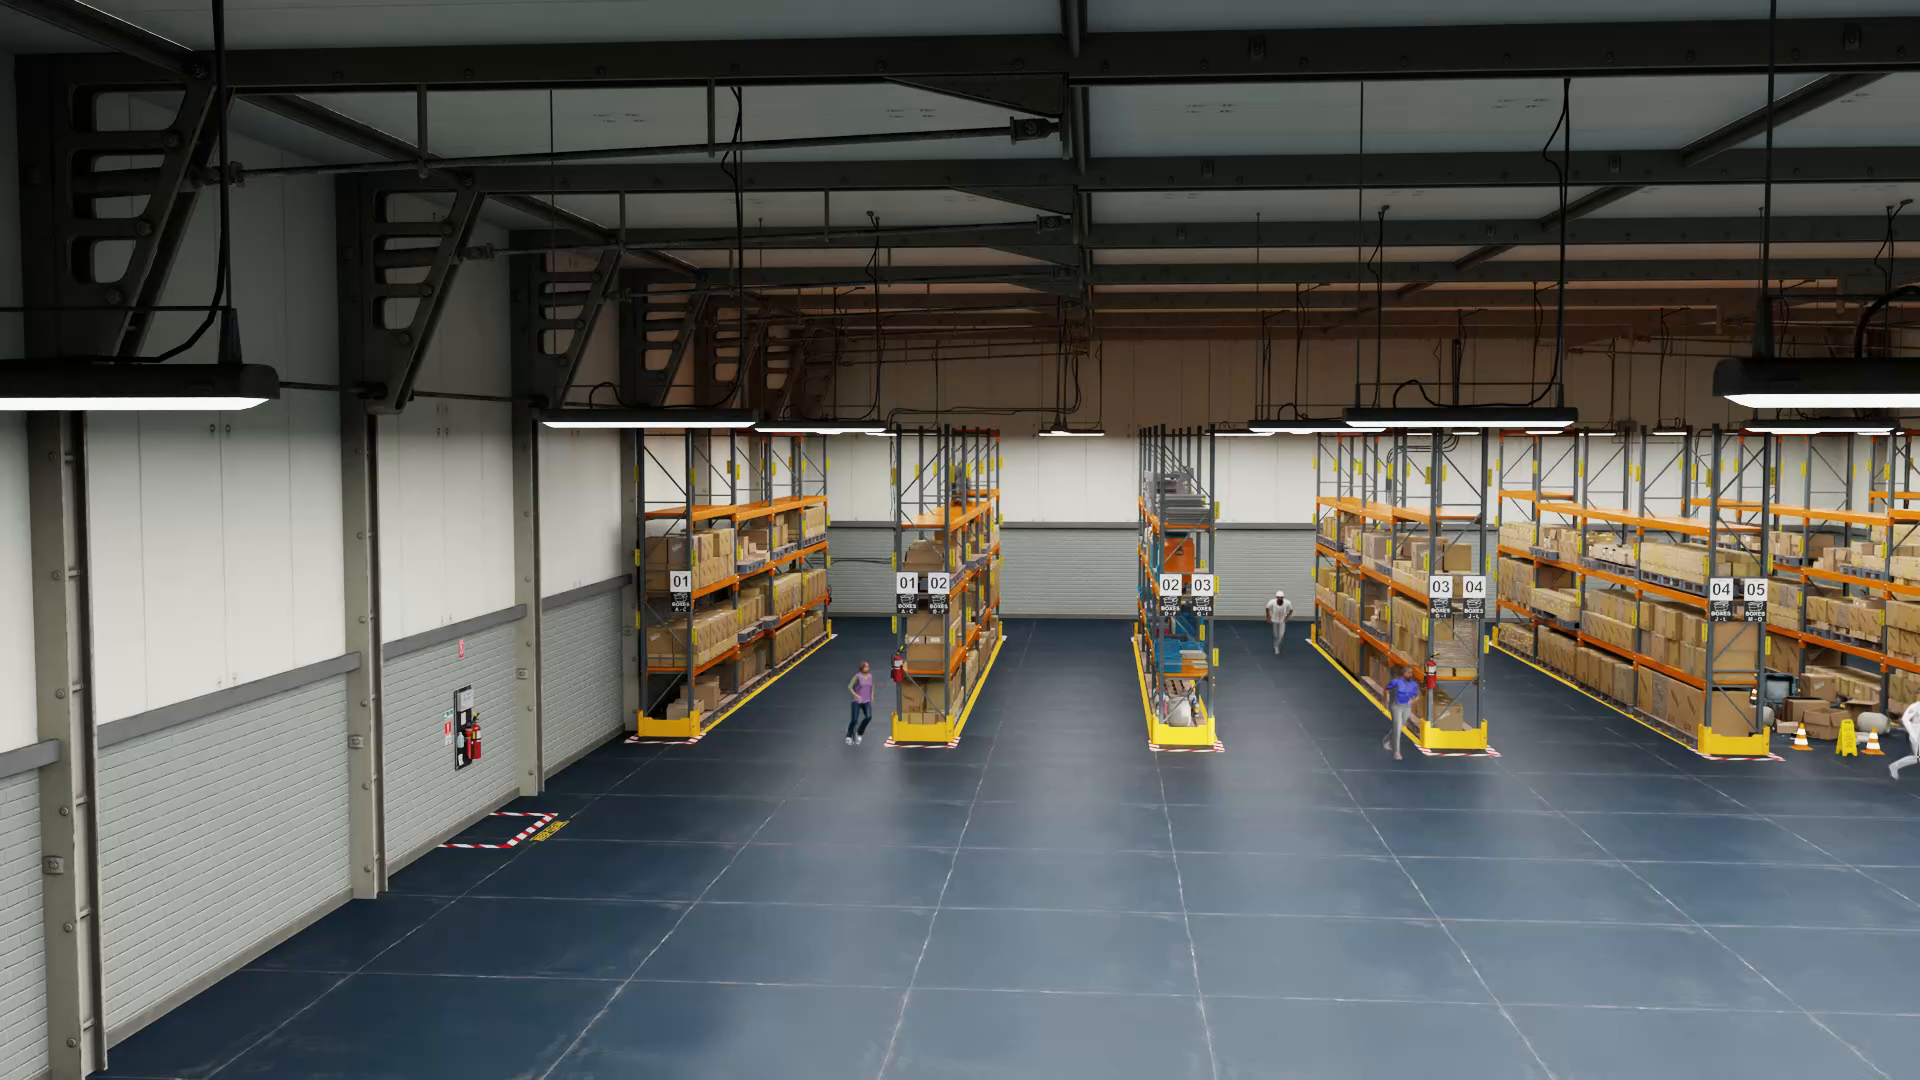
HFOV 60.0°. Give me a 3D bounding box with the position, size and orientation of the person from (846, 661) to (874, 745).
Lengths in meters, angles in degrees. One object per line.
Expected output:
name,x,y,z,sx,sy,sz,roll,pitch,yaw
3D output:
person,-1.828,3.044,31.153,0.603,1.557,0.584,-2,4,-26

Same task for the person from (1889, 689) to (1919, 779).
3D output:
person,15.875,3.250,27.535,0.792,1.687,0.591,-2,4,-24

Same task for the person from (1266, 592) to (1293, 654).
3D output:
person,8.530,2.197,44.430,0.695,1.691,0.811,0,3,4

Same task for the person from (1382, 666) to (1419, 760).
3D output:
person,7.959,3.077,29.951,0.622,1.600,0.934,-1,4,-12
